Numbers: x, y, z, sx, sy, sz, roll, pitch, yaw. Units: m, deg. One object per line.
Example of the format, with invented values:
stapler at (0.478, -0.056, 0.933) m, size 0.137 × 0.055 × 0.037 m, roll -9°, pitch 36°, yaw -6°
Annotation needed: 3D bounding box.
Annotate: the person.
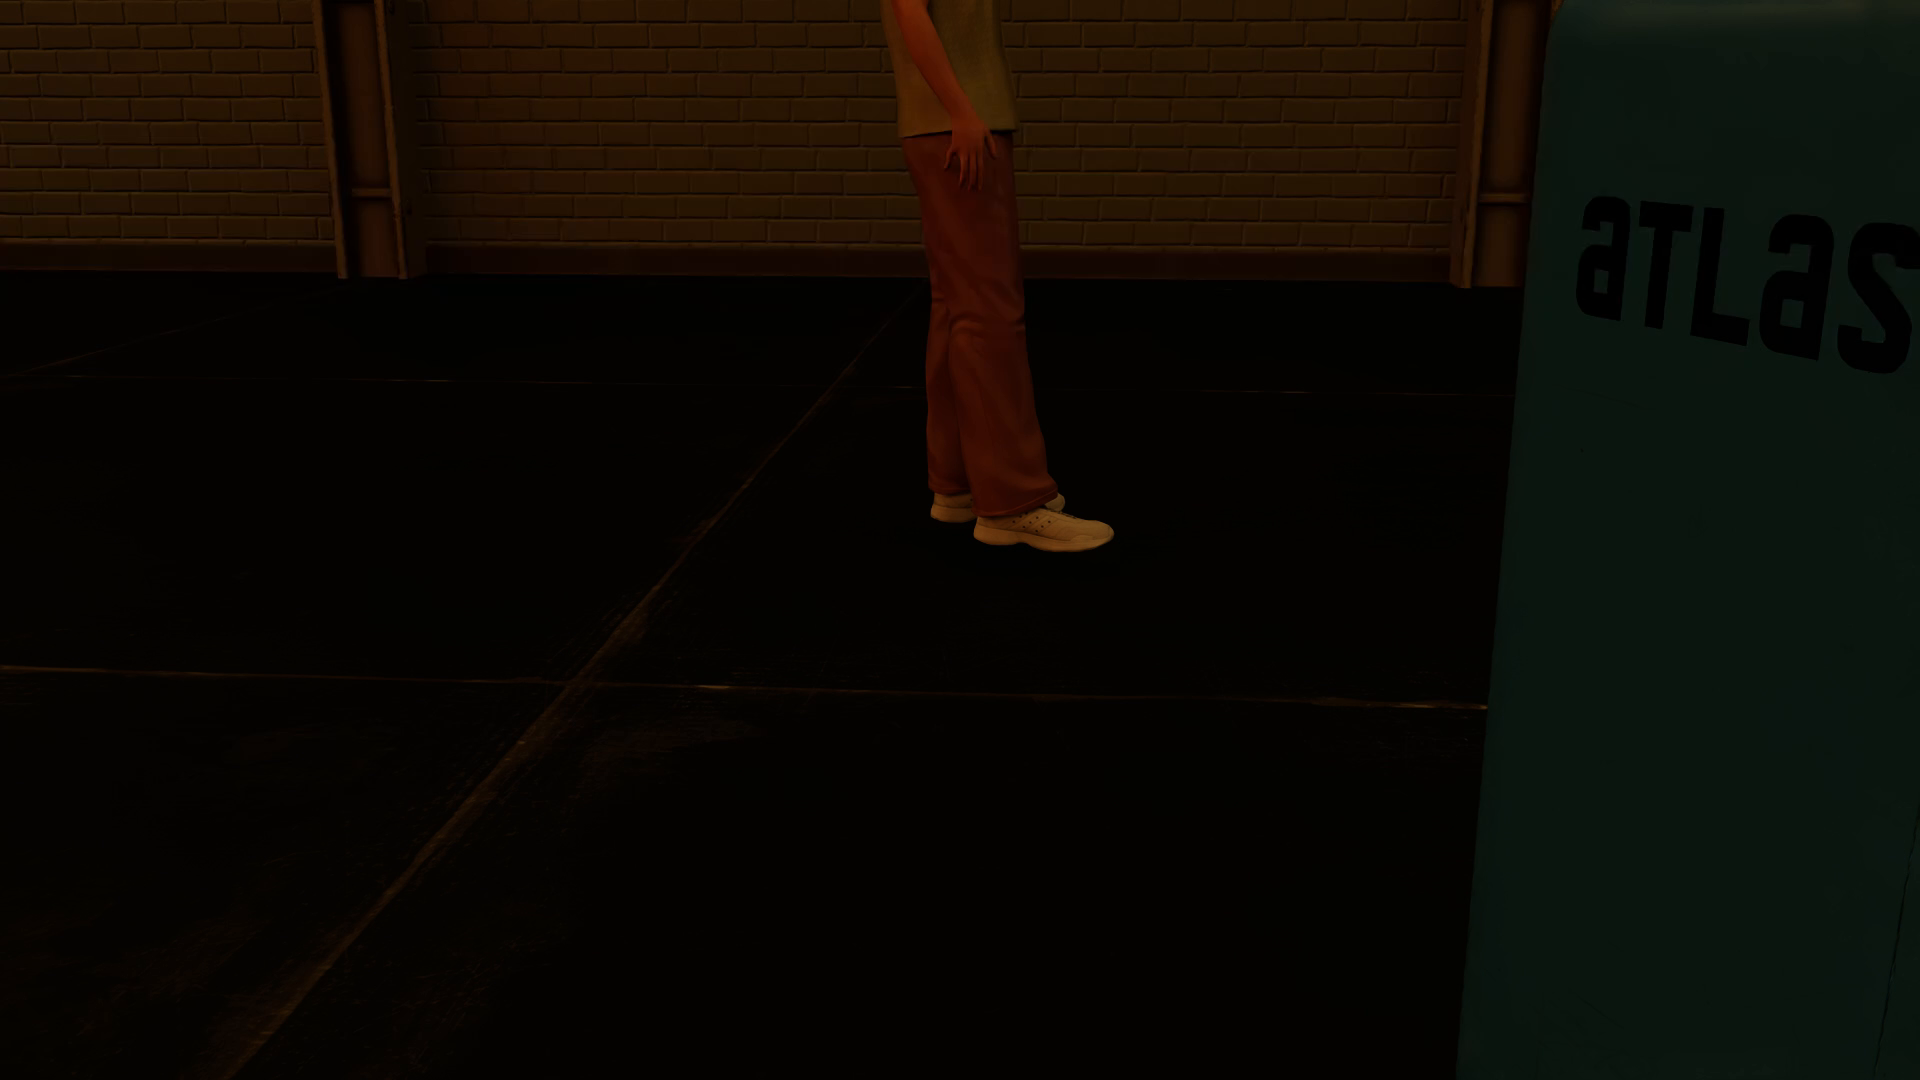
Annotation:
person at (0.081, -0.844, 3.566) m, size 0.531 × 1.660 × 0.553 m, roll 1°, pitch 15°, yaw 4°
